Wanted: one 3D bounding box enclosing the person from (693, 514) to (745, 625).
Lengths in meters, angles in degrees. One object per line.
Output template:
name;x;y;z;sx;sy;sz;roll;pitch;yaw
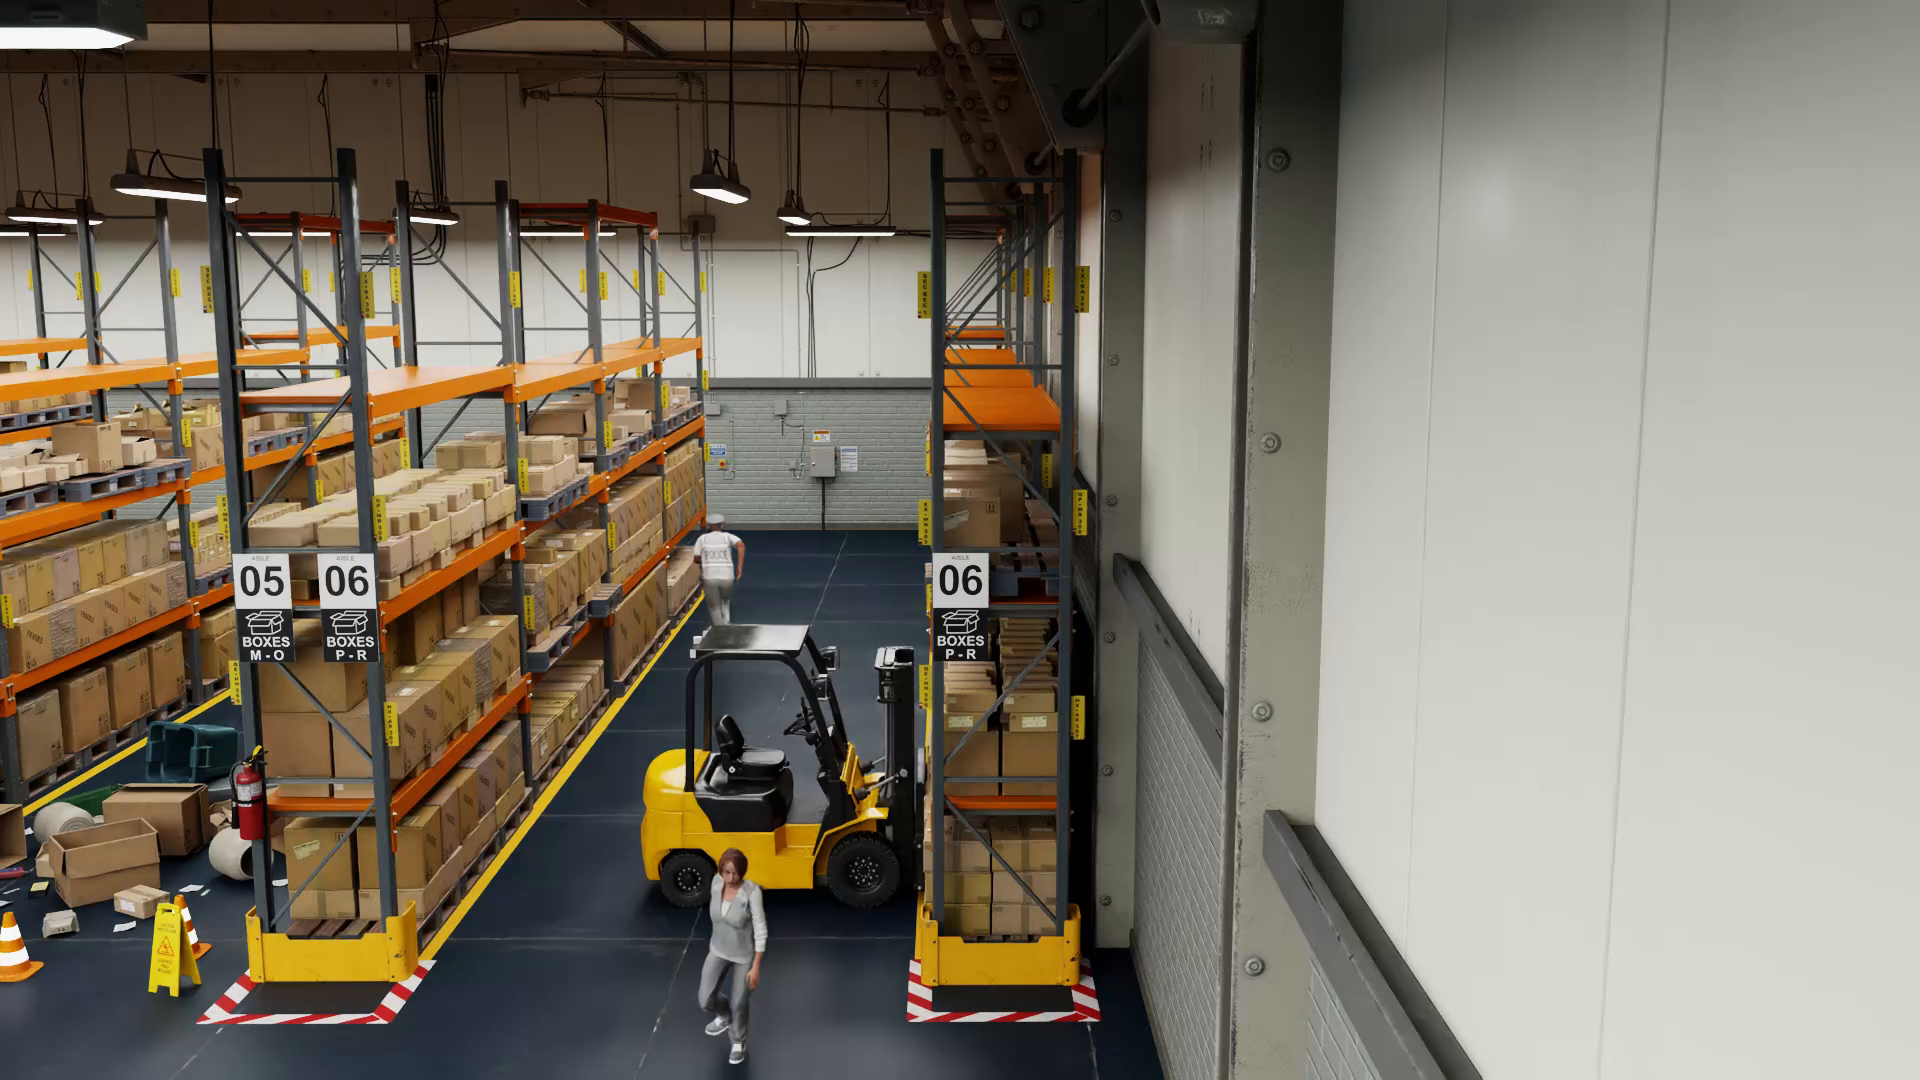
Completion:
person;-3.196;0.527;22.032;0.637;1.716;0.797;-3;10;-17

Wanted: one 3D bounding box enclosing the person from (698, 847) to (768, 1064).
person;-1.477;2.698;10.864;0.578;1.548;0.551;3;10;17
